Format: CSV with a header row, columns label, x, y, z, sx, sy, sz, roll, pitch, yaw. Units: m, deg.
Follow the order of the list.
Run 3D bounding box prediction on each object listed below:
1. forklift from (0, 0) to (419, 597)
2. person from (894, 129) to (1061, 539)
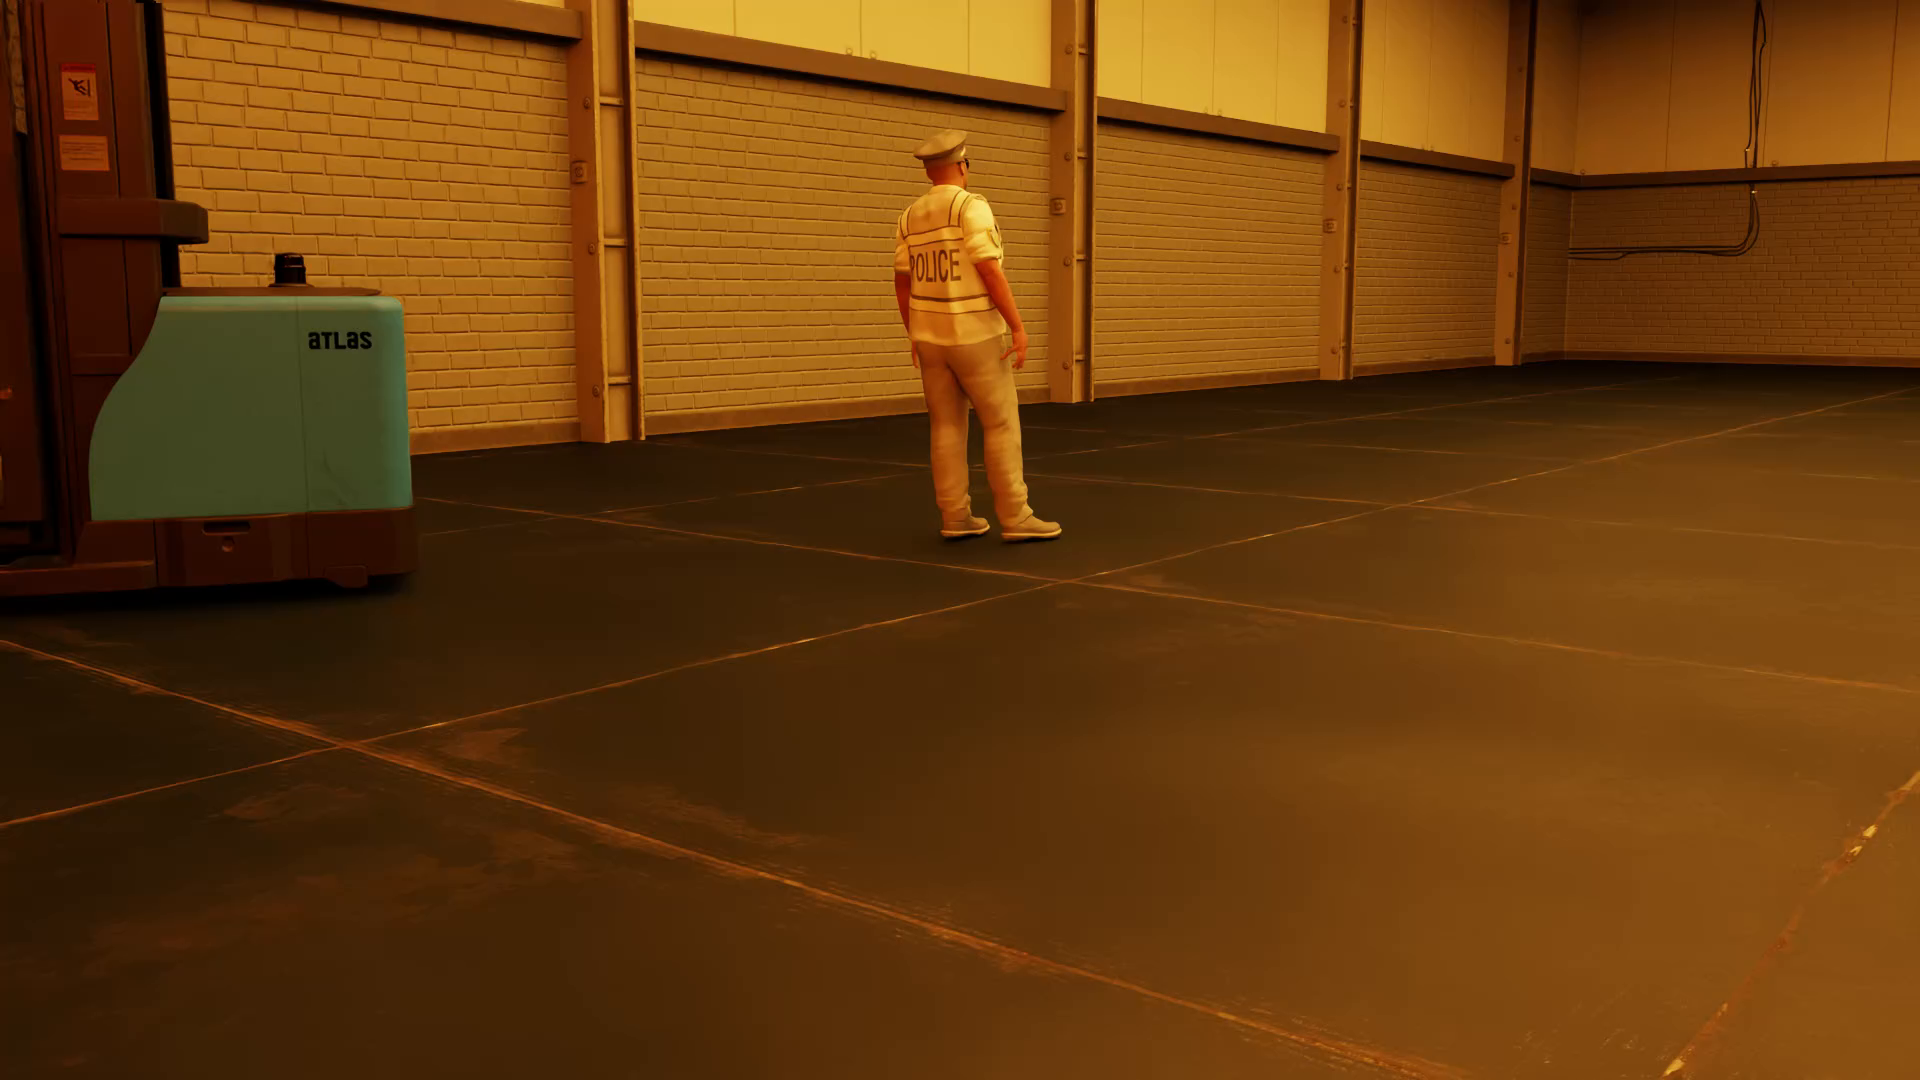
label,x,y,z,sx,sy,sz,roll,pitch,yaw
forklift,-3.576,-1.254,5.849,3.031,2.935,1.130,-3,9,-20
person,0.058,-0.896,7.327,0.640,1.781,0.575,7,11,38
